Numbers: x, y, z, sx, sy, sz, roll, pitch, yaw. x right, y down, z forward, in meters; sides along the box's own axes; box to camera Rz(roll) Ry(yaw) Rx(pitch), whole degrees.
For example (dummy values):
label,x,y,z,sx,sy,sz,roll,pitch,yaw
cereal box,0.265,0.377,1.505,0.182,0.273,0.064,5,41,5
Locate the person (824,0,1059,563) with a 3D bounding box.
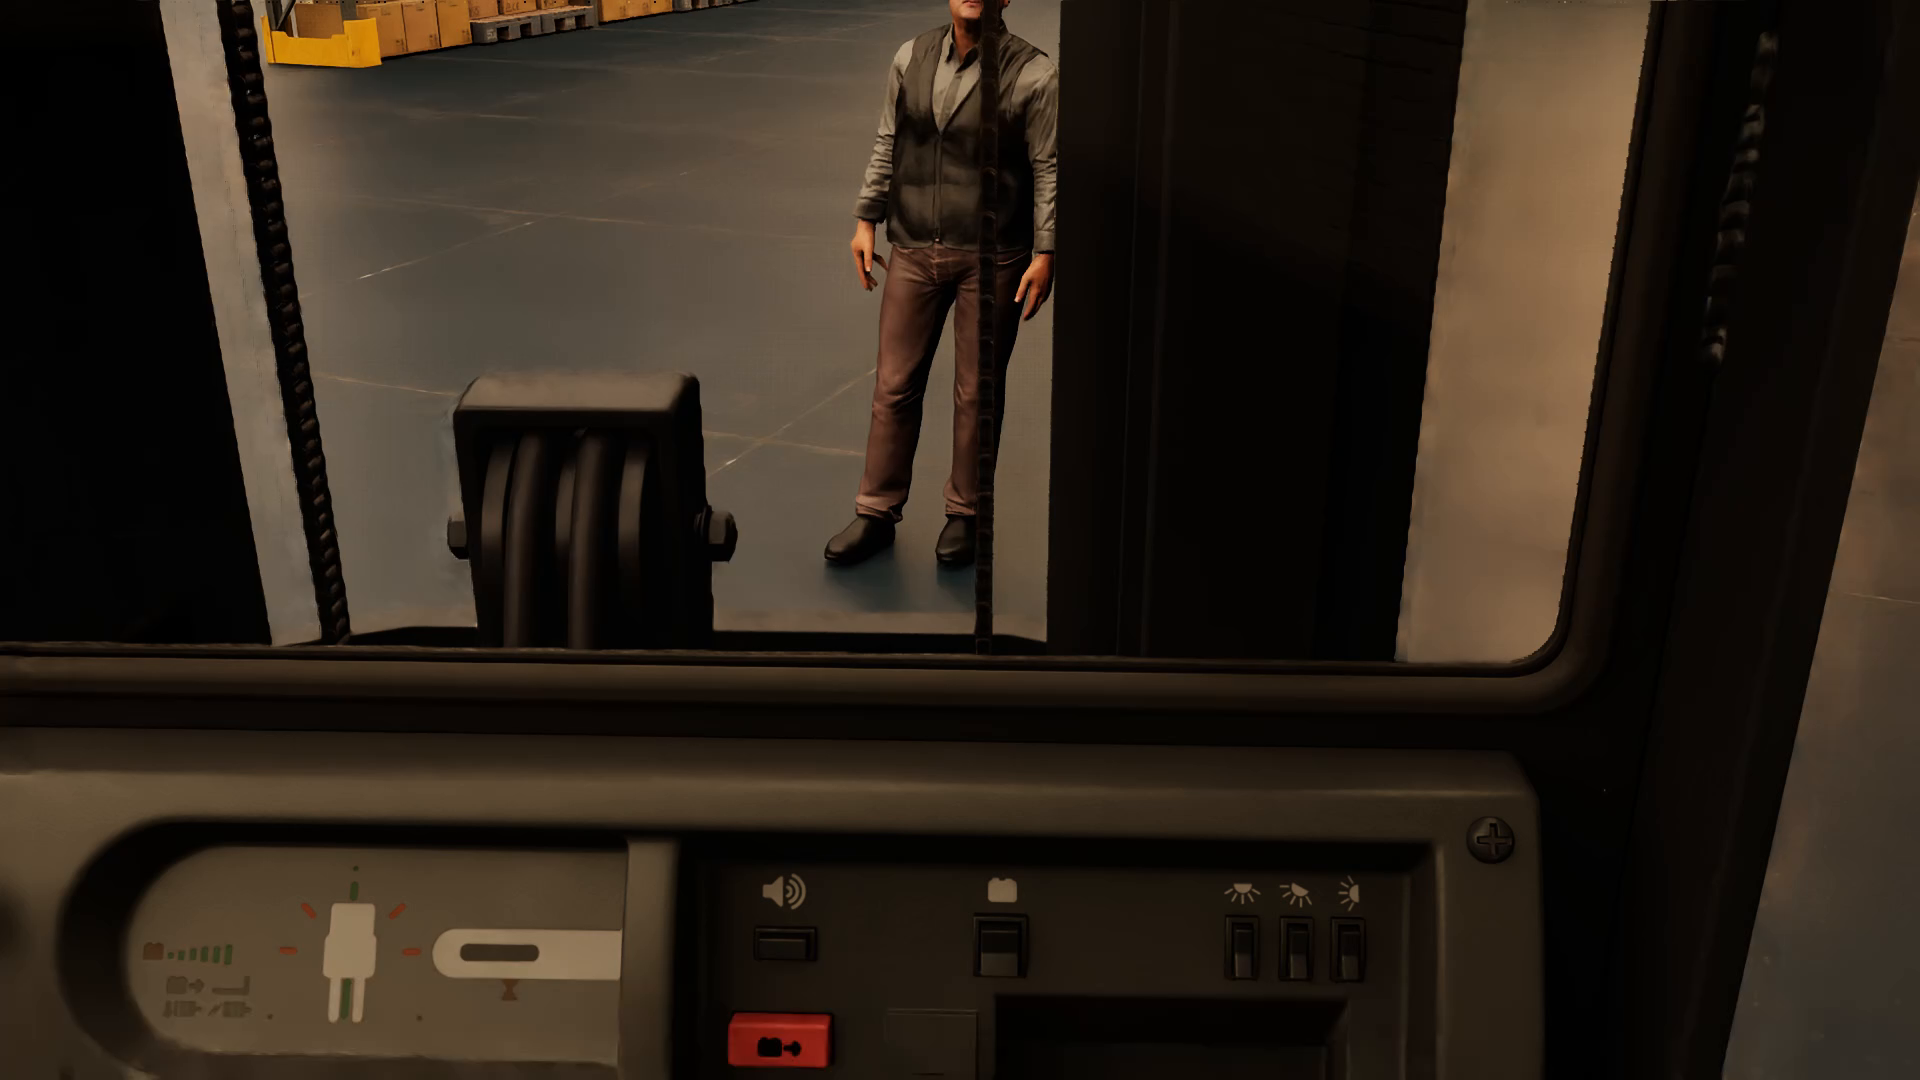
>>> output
label,x,y,z,sx,sy,sz,roll,pitch,yaw
person,-0.031,-0.780,4.707,0.633,1.722,0.566,9,24,21
